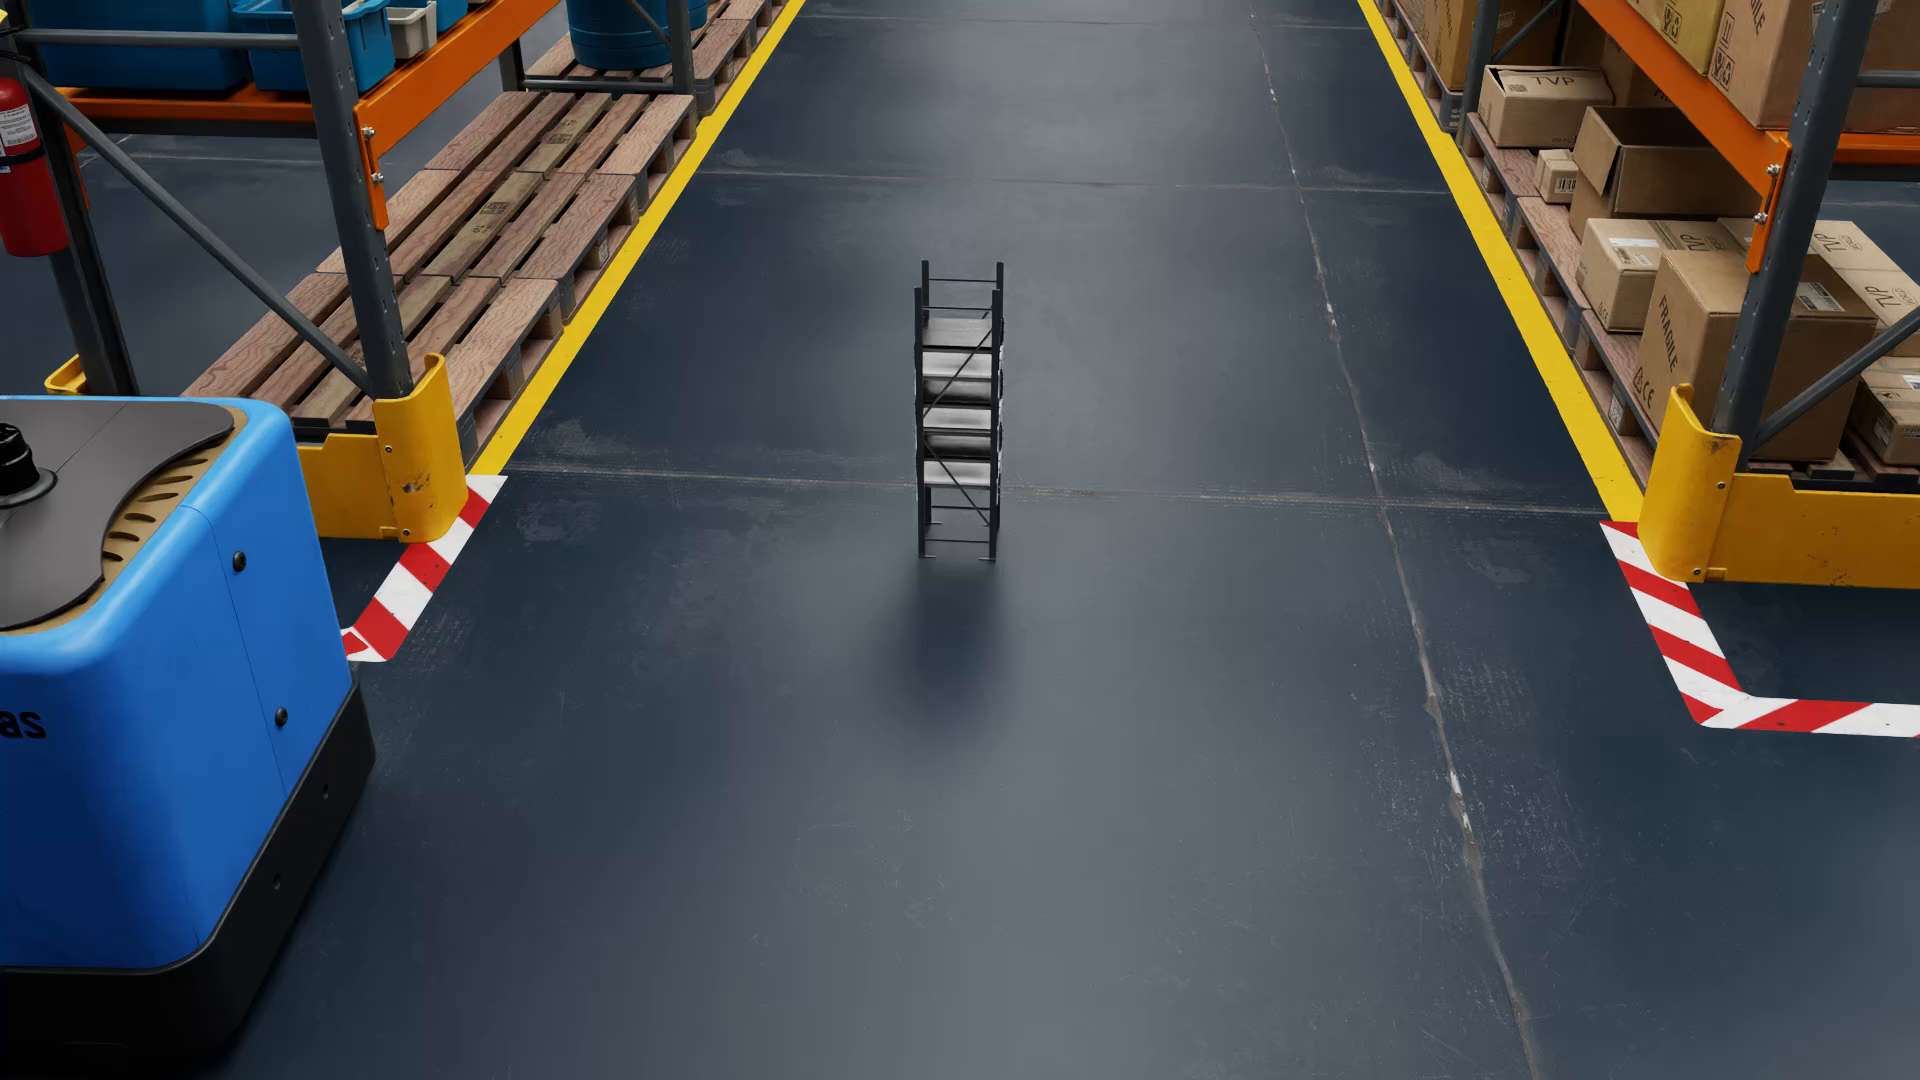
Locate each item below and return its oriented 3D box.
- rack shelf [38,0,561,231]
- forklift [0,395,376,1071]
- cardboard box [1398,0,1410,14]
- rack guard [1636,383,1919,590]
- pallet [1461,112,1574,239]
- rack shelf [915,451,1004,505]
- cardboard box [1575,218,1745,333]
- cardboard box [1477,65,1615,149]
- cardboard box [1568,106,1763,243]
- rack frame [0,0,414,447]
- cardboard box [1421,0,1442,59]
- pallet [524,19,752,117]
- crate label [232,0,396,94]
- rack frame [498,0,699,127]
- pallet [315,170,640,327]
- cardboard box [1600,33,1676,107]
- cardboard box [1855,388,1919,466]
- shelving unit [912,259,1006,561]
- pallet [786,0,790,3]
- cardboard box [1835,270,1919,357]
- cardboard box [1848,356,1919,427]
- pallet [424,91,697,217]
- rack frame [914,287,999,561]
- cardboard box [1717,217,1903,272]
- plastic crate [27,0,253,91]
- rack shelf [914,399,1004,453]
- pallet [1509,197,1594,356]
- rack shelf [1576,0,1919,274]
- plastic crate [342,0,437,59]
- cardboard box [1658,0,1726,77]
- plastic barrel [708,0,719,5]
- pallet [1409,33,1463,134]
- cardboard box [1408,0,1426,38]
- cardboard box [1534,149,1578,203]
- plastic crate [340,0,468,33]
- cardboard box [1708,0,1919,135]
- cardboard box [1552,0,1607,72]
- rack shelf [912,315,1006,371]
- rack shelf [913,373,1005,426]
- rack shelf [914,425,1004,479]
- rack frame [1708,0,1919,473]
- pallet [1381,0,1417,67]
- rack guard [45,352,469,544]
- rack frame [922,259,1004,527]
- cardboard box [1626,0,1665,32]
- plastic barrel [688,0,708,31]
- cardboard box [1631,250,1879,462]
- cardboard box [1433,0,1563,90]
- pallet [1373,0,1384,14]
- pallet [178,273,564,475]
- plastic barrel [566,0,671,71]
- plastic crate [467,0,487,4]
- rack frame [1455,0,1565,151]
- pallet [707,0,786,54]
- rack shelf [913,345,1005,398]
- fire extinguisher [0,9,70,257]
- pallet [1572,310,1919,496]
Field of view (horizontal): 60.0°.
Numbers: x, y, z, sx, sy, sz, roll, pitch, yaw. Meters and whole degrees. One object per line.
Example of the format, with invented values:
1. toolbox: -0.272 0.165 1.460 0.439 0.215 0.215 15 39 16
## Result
1. rack shelf: -2.056 -2.130 6.533 1.077 0.370 4.000 2 32 4
2. forklift: -3.004 -0.425 3.146 3.031 2.935 1.130 1 32 1
3. cardboard box: 2.927 -3.448 9.950 0.500 0.500 0.500 1 32 2
4. rack guard: 2.724 -0.153 5.021 1.175 0.500 0.348 2 32 4
5. pallet: 2.987 -1.722 7.844 1.003 0.211 1.213 2 32 4
6. rack shelf: -0.001 -0.197 5.119 0.258 0.077 0.200 2 32 4
7. cardboard box: 2.624 -0.984 6.189 0.500 0.250 0.500 2 32 4
8. cardboard box: 2.794 -2.101 7.944 0.500 0.311 0.500 2 32 4
9. cardboard box: 2.896 -1.411 6.640 0.797 0.503 0.637 2 32 4
10. rack frame: -2.219 -1.391 4.647 1.000 3.000 0.127 2 32 4
11. cardboard box: 2.847 -2.920 9.093 0.500 0.500 0.500 3 32 4
12. pallet: -1.789 -2.697 9.425 1.003 0.211 1.213 2 32 4
13. crate label: -1.871 -1.460 4.862 0.416 0.233 0.303 2 32 4
14. rack frame: -1.893 -3.482 8.041 1.000 3.000 0.127 2 32 4
15. pallet: -2.011 -1.269 7.108 1.003 0.211 1.213 2 32 4
16. cardboard box: 3.280 -2.082 7.732 0.500 0.500 0.500 2 32 4
17. cardboard box: 3.094 -0.355 5.265 0.380 0.149 0.250 2 32 4
18. shelving unit: -0.001 -0.379 5.007 0.258 0.900 0.210 2 32 4
19. pallet: -1.590 -3.973 11.495 1.003 0.211 1.213 2 32 4
20. cardboard box: 3.085 -0.727 5.773 0.500 0.250 0.500 2 32 4
21. cardboard box: 3.115 -0.493 5.472 0.380 0.166 0.250 2 32 4
22. pallet: -1.914 -1.909 8.146 1.003 0.211 1.213 2 32 4
23. rack frame: -0.009 -0.326 4.921 0.240 0.900 0.006 2 32 4
24. cardboard box: 3.126 -0.989 6.197 0.500 0.250 0.500 2 32 4
25. plastic crate: -2.378 -1.614 4.919 0.616 0.435 0.499 2 32 4
26. rack shelf: -0.001 -0.350 5.025 0.258 0.077 0.200 2 32 4
27. pallet: 2.890 -1.083 6.806 1.003 0.211 1.213 2 32 4
28. rack shelf: 2.881 -1.917 6.187 1.077 0.370 4.000 2 32 4
29. plastic crate: -1.762 -1.583 5.154 0.250 0.136 0.298 2 32 4
30. cardboard box: 2.522 -1.737 5.114 0.500 0.500 0.500 3 32 4
31. plastic barrel: -1.639 -3.547 10.118 0.421 0.512 0.421 0 32 0
32. pallet: 3.072 -2.508 9.119 1.003 0.211 1.213 2 32 4
33. cardboard box: 2.888 -3.182 9.518 0.500 0.500 0.500 3 32 5
34. cardboard box: 2.733 -1.587 7.247 0.380 0.166 0.250 2 32 4
35. plastic crate: -1.817 -1.804 5.421 0.416 0.233 0.300 2 32 4
36. cardboard box: 2.483 -1.465 4.674 0.500 0.500 0.500 3 32 5
37. cardboard box: 3.326 -2.634 8.629 0.500 0.500 0.500 1 32 2
38. rack shelf: -0.001 -0.580 4.883 0.258 0.077 0.200 2 32 4
39. rack shelf: -0.001 -0.427 4.977 0.258 0.077 0.200 2 32 4
40. rack shelf: -0.001 -0.274 5.072 0.258 0.077 0.200 2 32 4
41. rack frame: 2.718 -1.177 4.301 1.000 3.000 0.127 2 32 4
42. pallet: 3.169 -3.148 10.157 1.003 0.211 1.213 2 32 4
43. rack guard: -2.208 -0.313 5.282 1.175 0.500 0.348 2 32 4
44. rack frame: 0.008 -0.432 5.093 0.240 0.900 0.006 2 32 4
45. cardboard box: 2.568 -1.998 5.537 0.500 0.500 0.500 3 32 4
46. plastic barrel: -1.774 -3.422 9.543 0.600 0.901 0.708 2 32 4
47. cardboard box: 2.516 -0.595 5.320 0.500 0.500 0.500 2 32 4
48. cardboard box: 2.798 -2.662 8.674 0.500 0.500 0.500 2 32 4
49. pallet: 3.271 -3.784 11.190 1.003 0.211 1.213 2 32 4
50. pallet: -2.113 -0.633 6.076 1.003 0.211 1.213 2 32 4
51. plastic barrel: -1.832 -3.051 8.942 0.600 0.901 0.708 2 32 4
52. plastic crate: -1.707 -1.938 5.730 0.250 0.136 0.298 2 32 4
53. rack frame: 3.043 -3.269 7.695 1.000 3.000 0.127 2 32 4
54. pallet: -1.692 -3.336 10.463 1.003 0.211 1.213 2 32 4
55. rack shelf: -0.001 -0.504 4.930 0.258 0.077 0.200 2 32 4
56. fire extinguisher: -2.684 -1.139 4.669 0.296 0.674 0.183 2 32 4
57. pallet: 2.788 -0.446 5.774 1.003 0.211 1.213 2 32 4
